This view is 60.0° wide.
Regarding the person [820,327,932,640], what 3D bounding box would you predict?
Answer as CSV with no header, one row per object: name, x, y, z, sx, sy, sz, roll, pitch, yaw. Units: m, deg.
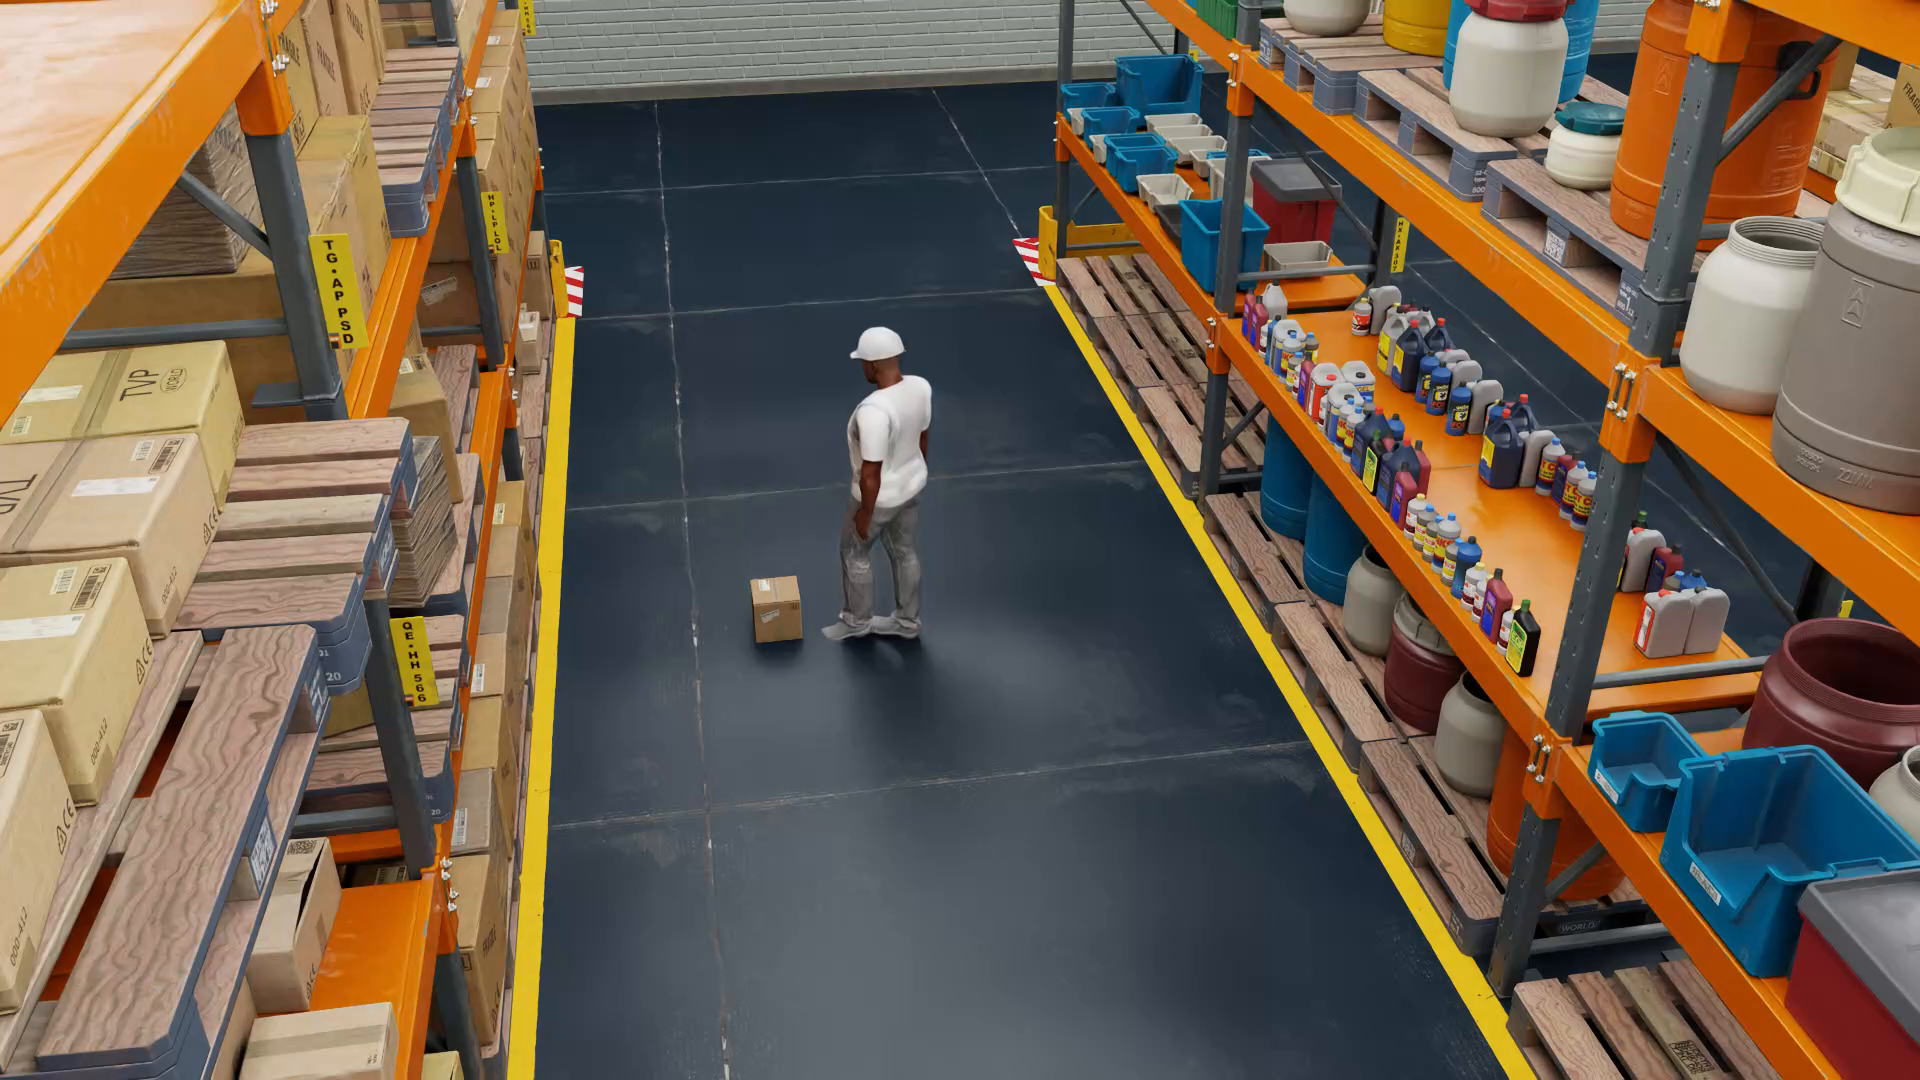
person,-0.434,-0.268,8.591,0.523,1.812,0.589,20,36,30
